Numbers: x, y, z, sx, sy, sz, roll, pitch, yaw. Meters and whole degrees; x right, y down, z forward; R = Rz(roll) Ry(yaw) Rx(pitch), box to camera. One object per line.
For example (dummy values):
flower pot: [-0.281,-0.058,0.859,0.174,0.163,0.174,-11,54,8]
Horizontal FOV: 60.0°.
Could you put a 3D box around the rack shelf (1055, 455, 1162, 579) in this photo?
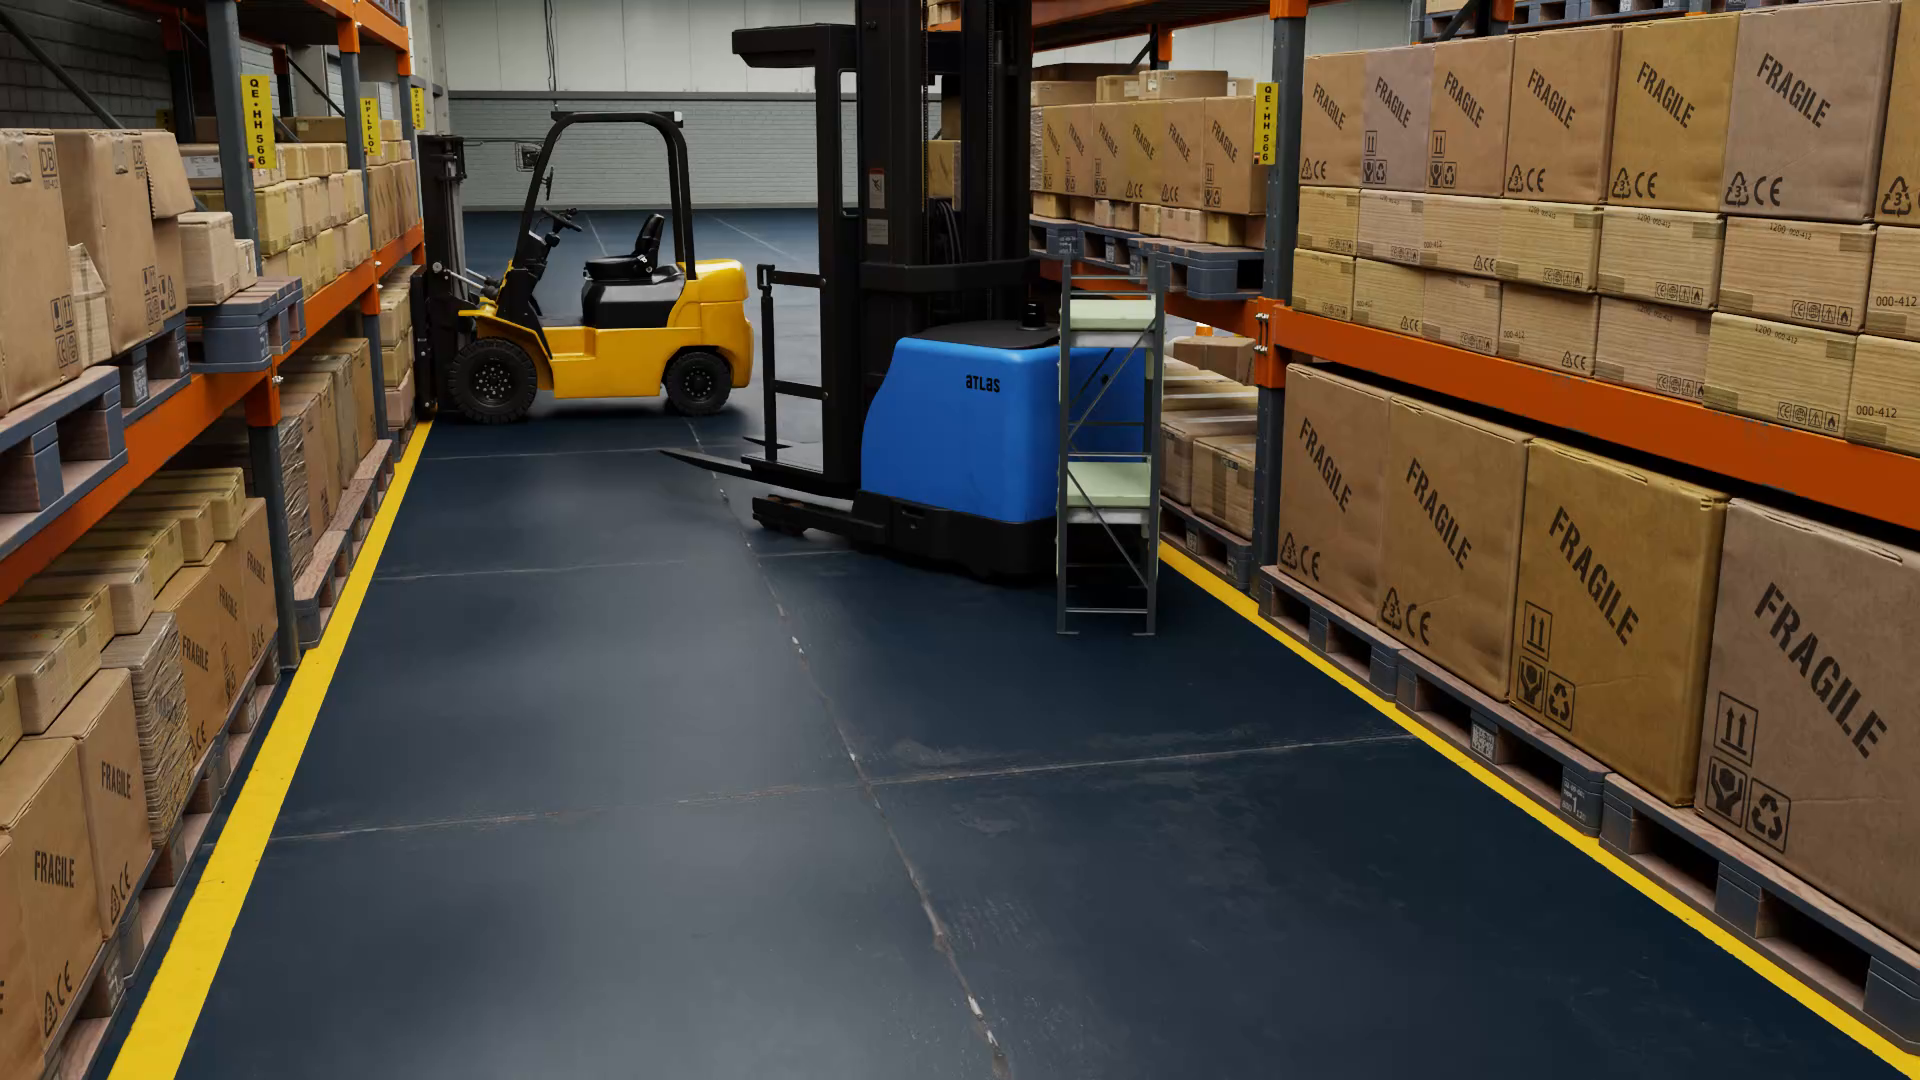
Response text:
rack shelf: [0.623,-0.109,7.085,0.431,0.370,0.720,1,14,4]

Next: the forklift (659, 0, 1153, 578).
forklift: [-0.439,-1.529,8.509,1.130,2.935,3.031,-13,19,-43]

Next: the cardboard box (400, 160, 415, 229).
cardboard box: [-4.435,-2.615,12.599,0.500,0.500,0.500,-3,14,-11]

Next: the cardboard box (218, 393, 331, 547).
cardboard box: [-3.334,-0.285,7.392,0.875,0.625,0.625,-3,14,-11]

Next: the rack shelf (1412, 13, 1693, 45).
rack shelf: [5.163,-4.008,13.709,1.077,0.370,4.000,-3,14,-13]

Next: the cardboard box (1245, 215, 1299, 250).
cardboard box: [1.479,-1.362,7.325,0.380,0.149,0.250,-3,14,-11]

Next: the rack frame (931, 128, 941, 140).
rack frame: [-0.094,-3.063,14.643,1.000,3.000,0.127,-3,14,-13]

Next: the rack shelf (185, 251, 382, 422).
rack shelf: [-3.509,-1.052,7.927,1.077,0.370,4.000,-3,14,-13]

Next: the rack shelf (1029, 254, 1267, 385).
rack shelf: [1.315,-1.329,9.063,1.077,0.370,4.000,-3,14,-13]

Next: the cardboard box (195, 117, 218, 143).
cardboard box: [-4.348,-2.427,9.839,0.380,0.149,0.250,-3,14,-13]

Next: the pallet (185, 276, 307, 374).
pallet: [-2.812,-0.694,5.352,1.213,0.211,1.003,-3,14,-13]

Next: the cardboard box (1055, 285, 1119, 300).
cardboard box: [0.969,-1.524,11.672,0.500,0.500,0.500,-3,14,-11]

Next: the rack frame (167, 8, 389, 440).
rack frame: [-3.979,-1.862,9.730,1.000,3.000,0.127,-3,14,-13]

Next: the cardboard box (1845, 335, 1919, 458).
cardboard box: [2.373,-0.311,3.696,0.500,0.250,0.500,-4,14,-15]

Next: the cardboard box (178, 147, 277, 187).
cardboard box: [-2.892,-1.455,6.484,0.380,0.149,0.250,-3,14,-12]

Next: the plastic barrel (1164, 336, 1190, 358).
plastic barrel: [1.862,-1.419,13.344,0.512,0.421,0.421,7,15,26]

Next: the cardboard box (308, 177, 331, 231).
cardboard box: [-3.273,-1.579,7.834,0.500,0.250,0.500,-3,14,-12]

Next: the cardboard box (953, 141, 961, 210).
cardboard box: [0.245,-2.660,12.155,0.500,0.500,0.500,-3,14,-12]

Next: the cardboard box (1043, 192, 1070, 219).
cardboard box: [0.718,-2.019,10.014,0.380,0.149,0.250,-3,14,-12]

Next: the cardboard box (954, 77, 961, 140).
cardboard box: [0.349,-3.519,13.565,0.700,0.500,0.500,-3,14,-13]

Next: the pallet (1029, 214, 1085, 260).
pallet: [0.883,-1.862,10.134,1.003,0.211,1.213,-3,14,-13]

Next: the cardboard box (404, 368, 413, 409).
cardboard box: [-3.905,-0.977,11.015,0.500,0.250,0.500,-4,14,-14]

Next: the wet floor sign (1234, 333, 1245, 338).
wet floor sign: [2.762,-2.115,15.723,0.267,0.644,0.232,-6,15,-23]

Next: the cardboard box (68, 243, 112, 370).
cardboard box: [-2.053,-0.498,3.542,0.396,0.266,0.258,-3,14,-10]

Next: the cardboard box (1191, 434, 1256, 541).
cardboard box: [1.661,-0.276,7.887,0.950,0.372,0.625,-4,14,-17]

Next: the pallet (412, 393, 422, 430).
pallet: [-4.415,-0.976,11.976,1.003,0.211,1.213,-3,14,-13]

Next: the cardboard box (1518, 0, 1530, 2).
cardboard box: [4.819,-4.503,13.651,0.380,0.149,0.250,-3,14,-13]

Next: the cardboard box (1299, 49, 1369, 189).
cardboard box: [1.663,-1.624,6.437,0.500,0.500,0.500,-4,14,-15]

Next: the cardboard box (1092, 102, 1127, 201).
cardboard box: [1.028,-2.065,8.836,0.500,0.500,0.500,-4,14,-15]

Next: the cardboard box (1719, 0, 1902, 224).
cardboard box: [2.246,-1.037,4.033,0.500,0.500,0.500,-3,14,-12]

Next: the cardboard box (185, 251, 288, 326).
cardboard box: [-2.906,-0.983,6.446,0.500,0.250,0.500,-3,14,-13]

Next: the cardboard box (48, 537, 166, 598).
cardboard box: [-2.487,0.101,4.710,0.380,0.149,0.250,-3,14,-14]

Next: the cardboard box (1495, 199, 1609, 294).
cardboard box: [1.995,-0.904,5.069,0.500,0.250,0.500,-3,14,-12]

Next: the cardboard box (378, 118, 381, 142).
cardboard box: [-3.944,-2.639,10.706,0.380,0.149,0.250,-3,14,-12]

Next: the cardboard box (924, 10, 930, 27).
cardboard box: [-0.073,-4.129,13.216,0.380,0.149,0.250,-3,14,-14]

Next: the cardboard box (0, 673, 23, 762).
cardboard box: [-2.215,0.400,3.485,0.380,0.149,0.250,-4,14,-14]

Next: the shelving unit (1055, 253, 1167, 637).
shelving unit: [0.623,-0.425,7.008,0.431,1.500,0.755,1,14,4]

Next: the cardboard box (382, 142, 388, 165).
cardboard box: [-3.995,-2.554,10.984,0.380,0.149,0.250,-3,14,-14]

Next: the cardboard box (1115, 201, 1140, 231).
cardboard box: [1.038,-1.715,8.770,0.380,0.149,0.250,-4,14,-15]

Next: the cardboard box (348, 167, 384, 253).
cardboard box: [-3.829,-2.028,10.197,0.500,0.500,0.500,-4,14,-15]

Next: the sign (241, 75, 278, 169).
sign: [-2.514,-1.496,5.958,0.100,0.325,0.005,-3,14,-13]

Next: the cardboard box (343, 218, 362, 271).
cardboard box: [-3.483,-1.572,8.858,0.500,0.250,0.500,-3,14,-14]

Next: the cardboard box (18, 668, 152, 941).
cardboard box: [-2.243,0.632,3.904,0.500,0.500,0.500,-4,14,-15]

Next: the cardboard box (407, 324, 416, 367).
cardboard box: [-4.020,-1.335,11.427,0.500,0.250,0.500,-3,14,-14]

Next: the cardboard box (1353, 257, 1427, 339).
cardboard box: [1.793,-0.900,6.107,0.500,0.250,0.500,-4,14,-15]

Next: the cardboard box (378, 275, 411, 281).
cardboard box: [-4.253,-1.817,12.346,0.500,0.250,0.500,-3,14,-12]

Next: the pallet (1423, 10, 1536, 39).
pallet: [4.878,-4.606,14.824,1.003,0.211,1.213,-3,14,-13]

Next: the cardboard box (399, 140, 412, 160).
cardboard box: [-4.476,-3.027,12.920,0.380,0.149,0.250,-3,14,-12]

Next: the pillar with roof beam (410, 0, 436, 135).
pillar with roof beam: [-7.083,-11.265,35.576,9.100,9.000,0.400,-3,14,-13]

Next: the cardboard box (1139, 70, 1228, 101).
cardboard box: [1.126,-2.291,8.396,0.380,0.149,0.250,-4,14,-16]

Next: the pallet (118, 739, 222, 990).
pallet: [-2.618,0.870,4.421,1.003,0.211,1.213,-3,14,-13]
